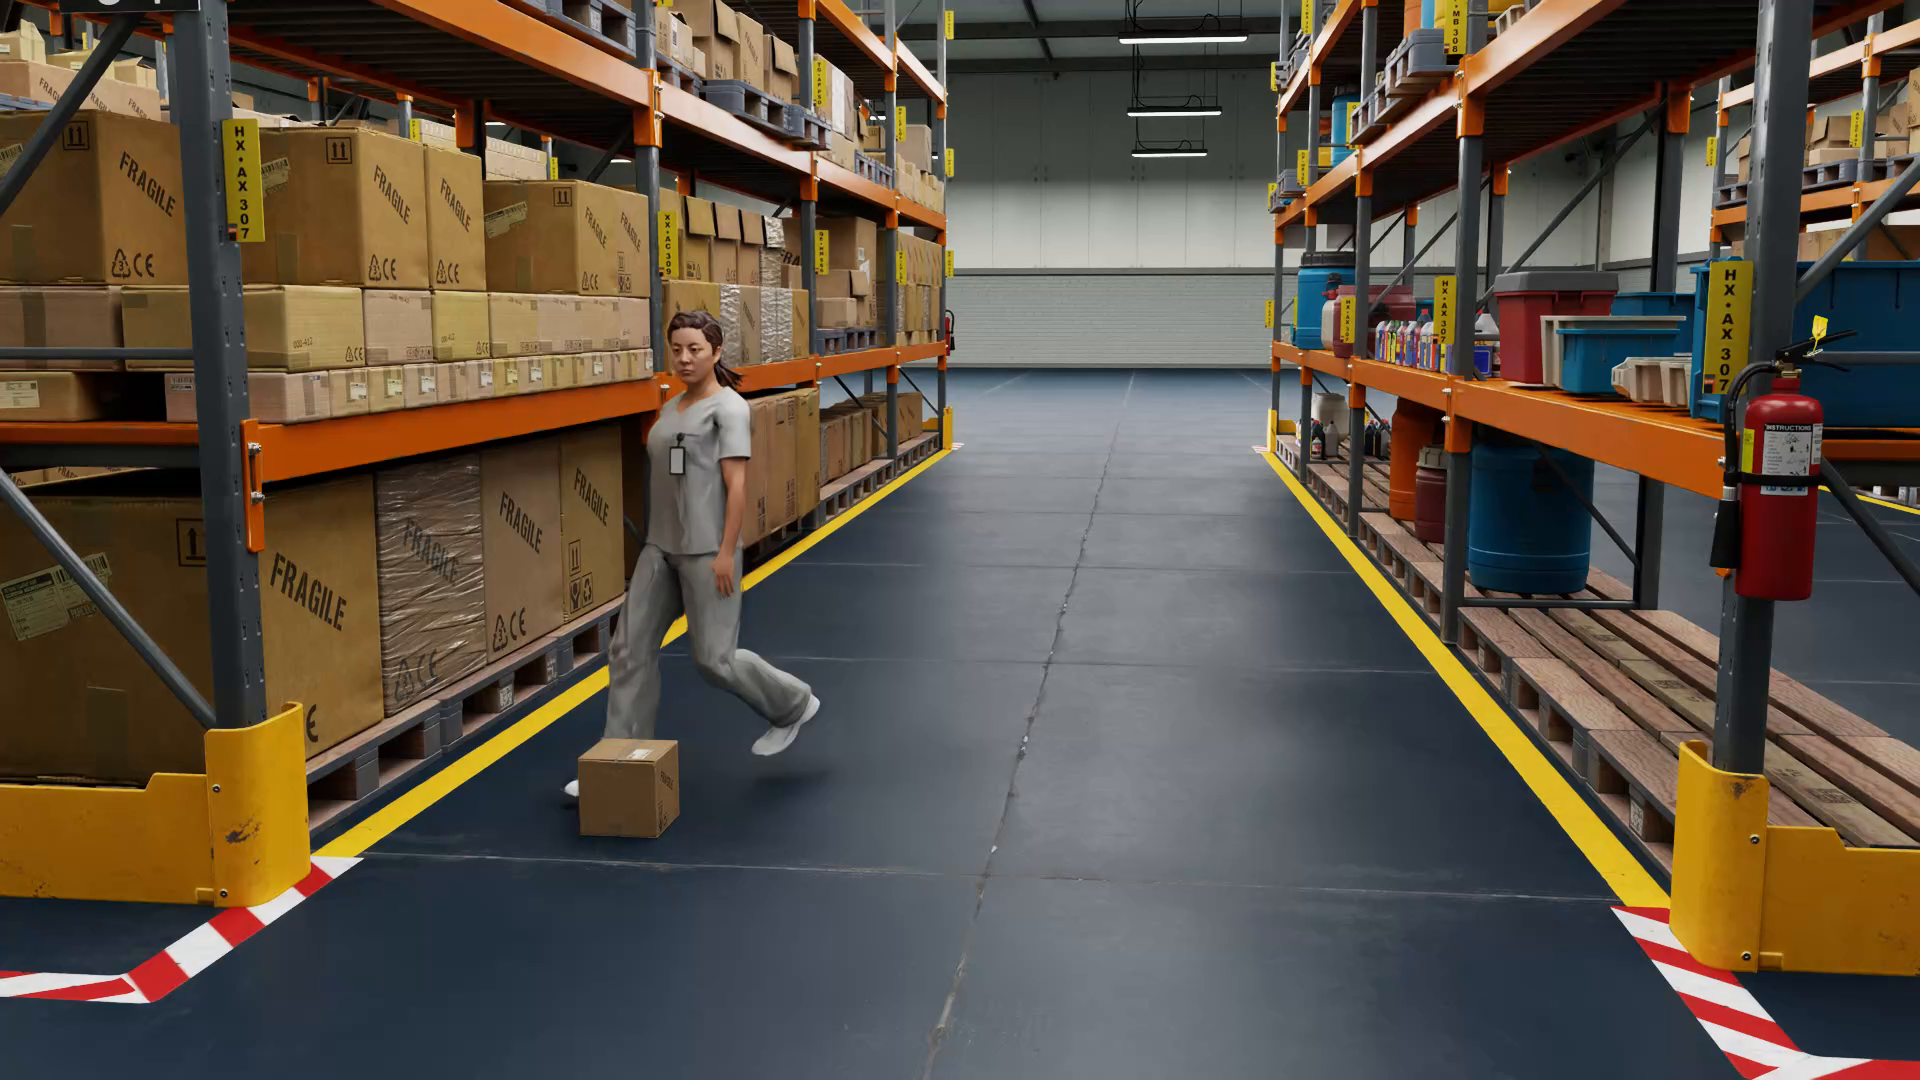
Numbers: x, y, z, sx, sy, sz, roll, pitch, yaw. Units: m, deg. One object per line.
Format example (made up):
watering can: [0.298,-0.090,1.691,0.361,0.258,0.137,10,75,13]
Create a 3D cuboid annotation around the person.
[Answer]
person: [-0.924,0.039,5.640,0.458,1.629,0.918,6,10,39]
